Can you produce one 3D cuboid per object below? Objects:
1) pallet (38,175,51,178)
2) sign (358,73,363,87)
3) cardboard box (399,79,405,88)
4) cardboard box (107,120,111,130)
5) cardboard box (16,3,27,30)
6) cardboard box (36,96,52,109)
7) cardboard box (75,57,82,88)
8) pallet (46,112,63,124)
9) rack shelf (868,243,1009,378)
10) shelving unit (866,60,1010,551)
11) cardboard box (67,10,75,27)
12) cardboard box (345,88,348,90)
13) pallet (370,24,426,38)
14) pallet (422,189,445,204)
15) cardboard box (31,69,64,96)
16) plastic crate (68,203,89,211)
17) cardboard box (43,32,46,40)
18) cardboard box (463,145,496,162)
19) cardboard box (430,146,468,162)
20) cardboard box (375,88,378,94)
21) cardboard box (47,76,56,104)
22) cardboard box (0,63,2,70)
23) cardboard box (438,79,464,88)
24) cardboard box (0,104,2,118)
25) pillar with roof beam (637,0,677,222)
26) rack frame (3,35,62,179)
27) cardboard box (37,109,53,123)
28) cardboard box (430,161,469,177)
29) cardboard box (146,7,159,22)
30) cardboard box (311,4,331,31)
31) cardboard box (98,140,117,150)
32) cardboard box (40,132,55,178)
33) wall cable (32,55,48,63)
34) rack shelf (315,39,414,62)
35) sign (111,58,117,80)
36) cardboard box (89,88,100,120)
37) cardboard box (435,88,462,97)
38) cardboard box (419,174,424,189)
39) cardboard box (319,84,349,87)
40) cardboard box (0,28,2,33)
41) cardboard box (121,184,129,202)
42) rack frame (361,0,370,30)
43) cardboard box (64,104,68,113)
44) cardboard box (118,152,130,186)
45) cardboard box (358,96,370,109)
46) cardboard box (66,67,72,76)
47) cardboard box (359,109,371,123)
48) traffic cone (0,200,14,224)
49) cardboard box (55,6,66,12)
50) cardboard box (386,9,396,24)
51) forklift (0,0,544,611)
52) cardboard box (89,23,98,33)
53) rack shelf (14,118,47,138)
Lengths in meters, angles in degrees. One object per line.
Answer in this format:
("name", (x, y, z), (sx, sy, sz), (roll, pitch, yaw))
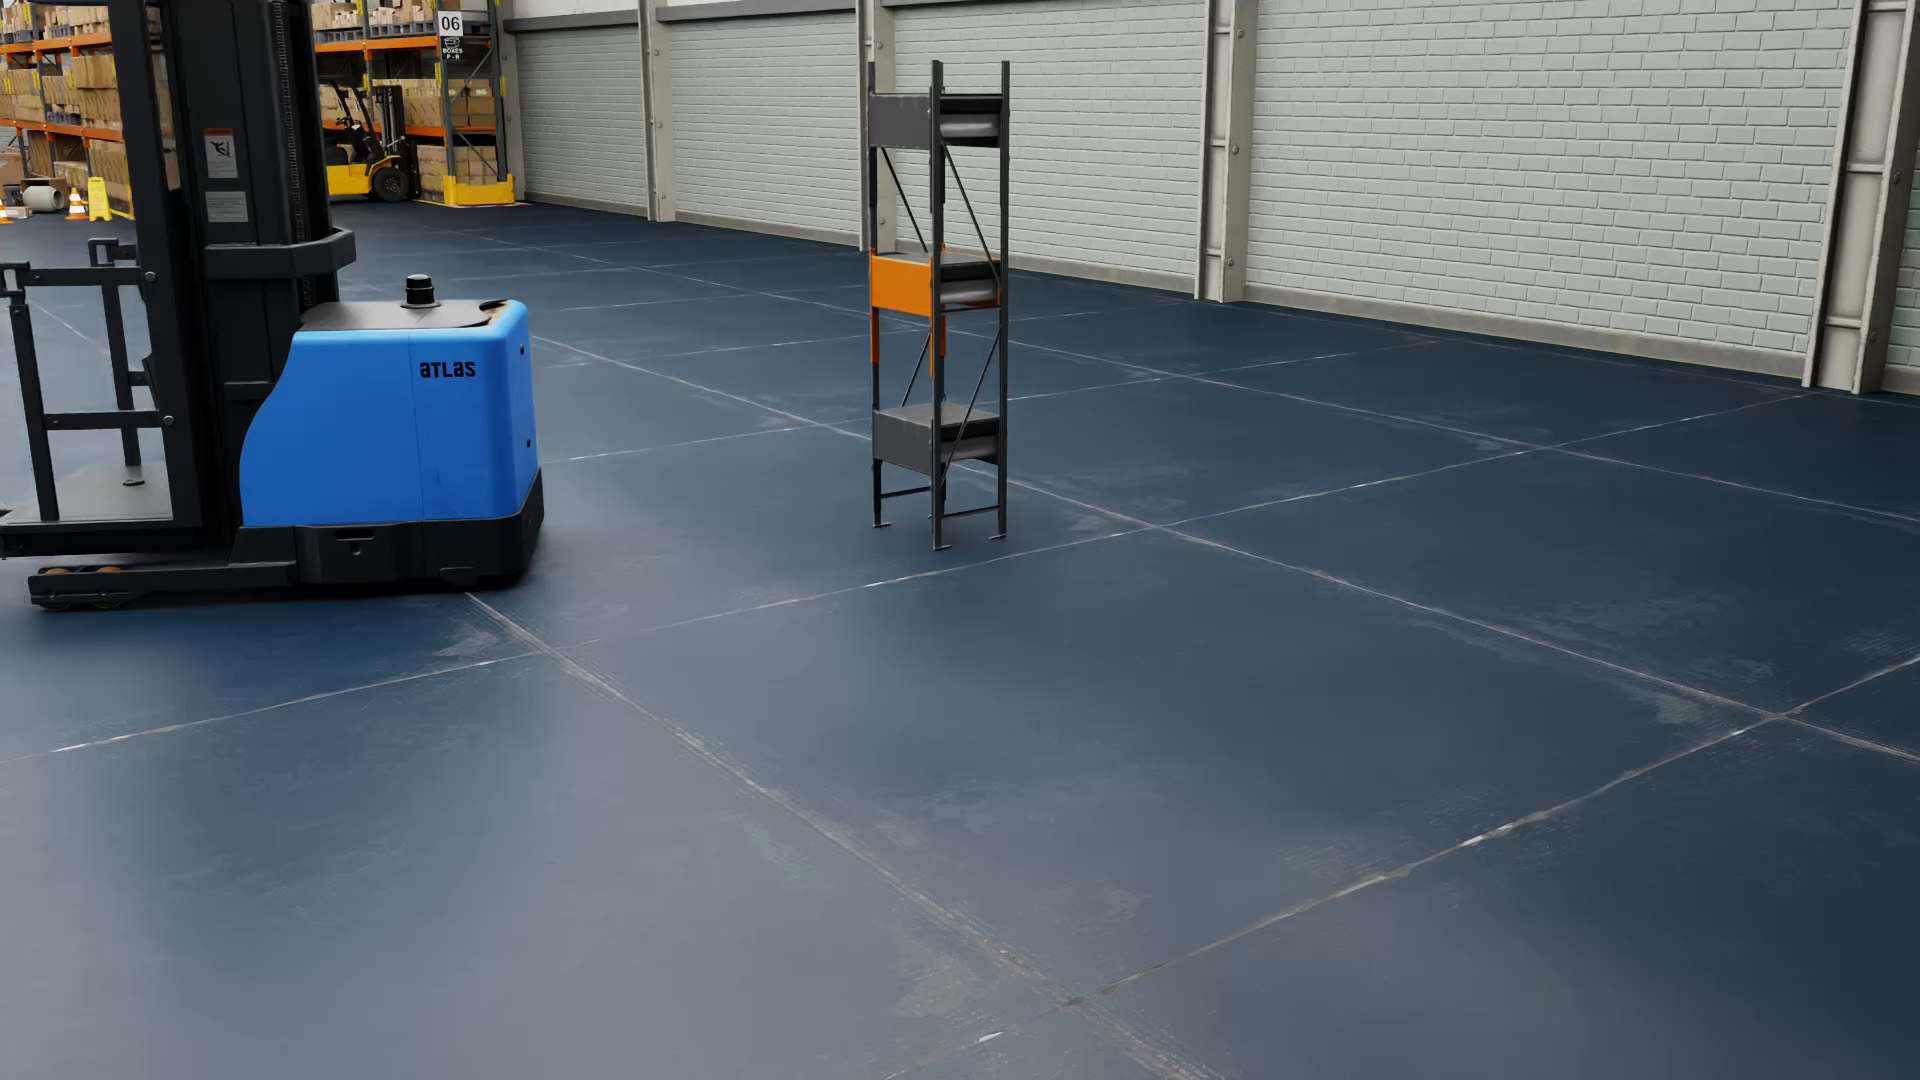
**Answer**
("pallet", (-18.227, -7.359, 34.063), (1.003, 0.211, 1.213), (-11, 19, -35))
("sign", (-12.652, -9.680, 35.068), (0.100, 0.325, 0.005), (-11, 19, -35))
("cardboard box", (-9.978, -8.308, 30.268), (0.380, 0.149, 0.250), (-11, 19, -35))
("cardboard box", (-13.609, -6.743, 27.006), (0.380, 0.149, 0.250), (-11, 19, -35))
("cardboard box", (-17.847, -10.143, 32.286), (0.700, 0.500, 0.500), (-12, 19, -37))
("cardboard box", (-17.602, -8.496, 32.273), (0.500, 0.250, 0.500), (-11, 19, -35))
("cardboard box", (-14.394, -7.843, 27.903), (0.700, 0.500, 0.500), (-11, 19, -34))
("pallet", (-16.606, -8.035, 31.615), (1.213, 0.211, 1.003), (-11, 19, -35))
("rack shelf", (-0.097, -1.035, 7.432), (0.431, 0.518, 0.480), (-11, 19, -35))
("shelving unit", (-0.097, -1.048, 7.428), (0.431, 2.100, 0.503), (-11, 19, -35))
("cardboard box", (-14.722, -8.791, 28.051), (0.500, 0.250, 0.500), (-11, 19, -36))
("cardboard box", (-11.903, -8.848, 32.805), (0.380, 0.149, 0.250), (-11, 19, -34))
("pallet", (-10.224, -9.406, 30.748), (1.003, 0.211, 1.213), (-11, 19, -35))
("pallet", (-8.878, -6.138, 29.603), (1.003, 0.211, 1.213), (-11, 19, -35))
("cardboard box", (-17.627, -8.864, 32.196), (0.500, 0.500, 0.500), (-11, 19, -36))
("plastic crate", (-14.500, -5.538, 27.660), (0.583, 0.080, 0.402), (10, 18, 33))
("cardboard box", (-17.064, -9.495, 31.381), (0.380, 0.149, 0.250), (-11, 19, -35))
("cardboard box", (-8.524, -6.817, 29.320), (0.500, 0.250, 0.500), (-11, 19, -35))
("cardboard box", (-8.918, -6.735, 29.020), (0.500, 0.250, 0.500), (-10, 18, -33))
("cardboard box", (-10.772, -8.433, 31.286), (0.380, 0.149, 0.250), (-11, 19, -35))
("cardboard box", (-16.722, -8.415, 31.093), (0.500, 0.500, 0.500), (-10, 18, -32))
("cardboard box", (-20.603, -10.260, 36.069), (0.380, 0.149, 0.250), (-11, 19, -36))
("cardboard box", (-8.776, -7.875, 28.684), (0.380, 0.149, 0.250), (-11, 19, -34))
("cardboard box", (-20.853, -9.553, 36.609), (0.500, 0.500, 0.500), (-10, 18, -33))
("pillar with roof beam", (-8.030, -8.559, 21.802), (9.100, 9.000, 0.400), (-11, 19, -35))
("rack frame", (-19.463, -9.118, 35.206), (1.000, 3.000, 0.127), (-11, 19, -35))
("cardboard box", (-17.619, -8.259, 32.353), (0.500, 0.250, 0.500), (-12, 19, -36))
("cardboard box", (-8.934, -6.499, 29.106), (0.500, 0.250, 0.500), (-11, 19, -35))
("cardboard box", (-12.488, -8.222, 25.972), (0.500, 0.250, 0.500), (-11, 19, -36))
("cardboard box", (-12.870, -10.588, 33.722), (0.500, 0.500, 0.500), (-11, 19, -34))
("cardboard box", (-14.142, -6.590, 27.735), (0.380, 0.149, 0.250), (-10, 18, -31))
("cardboard box", (-17.972, -7.793, 33.595), (0.875, 0.875, 0.875), (-11, 19, -34))
("wall cable", (-24.009, -11.885, 43.392), (0.588, 1.984, 0.122), (-11, 19, -35))
("rack shelf", (-11.923, -9.707, 33.042), (1.077, 0.370, 4.000), (-11, 19, -35))
("sign", (-12.868, -7.184, 25.350), (0.100, 0.325, 0.005), (-11, 19, -35))
("cardboard box", (-14.128, -7.251, 27.634), (0.500, 0.500, 0.500), (-11, 19, -35))
("cardboard box", (-8.825, -7.718, 28.675), (0.380, 0.149, 0.250), (-11, 19, -34))
("cardboard box", (-9.498, -6.470, 29.946), (0.500, 0.250, 0.500), (-11, 19, -34))
("cardboard box", (-13.275, -9.420, 35.325), (0.500, 0.500, 0.500), (-10, 18, -32))
("cardboard box", (-20.098, -10.837, 35.076), (0.396, 0.266, 0.258), (-10, 18, -33))
("cardboard box", (-13.115, -5.567, 26.649), (0.500, 0.250, 0.500), (-11, 19, -35))
("rack frame", (-10.747, -11.074, 30.991), (1.000, 3.000, 0.127), (-11, 19, -35))
("cardboard box", (-16.160, -7.894, 30.416), (0.380, 0.149, 0.250), (-10, 18, -33))
("cardboard box", (-13.090, -5.924, 26.530), (0.500, 0.500, 0.500), (-11, 19, -34))
("cardboard box", (-11.242, -8.414, 31.975), (0.500, 0.250, 0.500), (-11, 19, -36))
("cardboard box", (-15.630, -8.325, 29.534), (0.380, 0.149, 0.250), (-12, 19, -36))
("cardboard box", (-11.255, -8.175, 32.047), (0.500, 0.250, 0.500), (-10, 18, -33))
("traffic cone", (-14.402, -4.978, 24.888), (0.336, 0.463, 0.334), (-11, 19, -35))
("cardboard box", (-15.821, -9.546, 29.631), (0.500, 0.250, 0.500), (-10, 18, -34))
("cardboard box", (-10.120, -9.449, 30.006), (0.396, 0.266, 0.258), (-11, 19, -36))
("forklift", (-3.361, -1.282, 6.710), (3.031, 2.935, 1.130), (-2, 15, -8))
("cardboard box", (-13.783, -8.235, 26.774), (0.380, 0.149, 0.250), (-11, 19, -35))
("rack shelf", (-18.287, -8.343, 33.741), (1.077, 0.370, 4.000), (-11, 19, -35))
